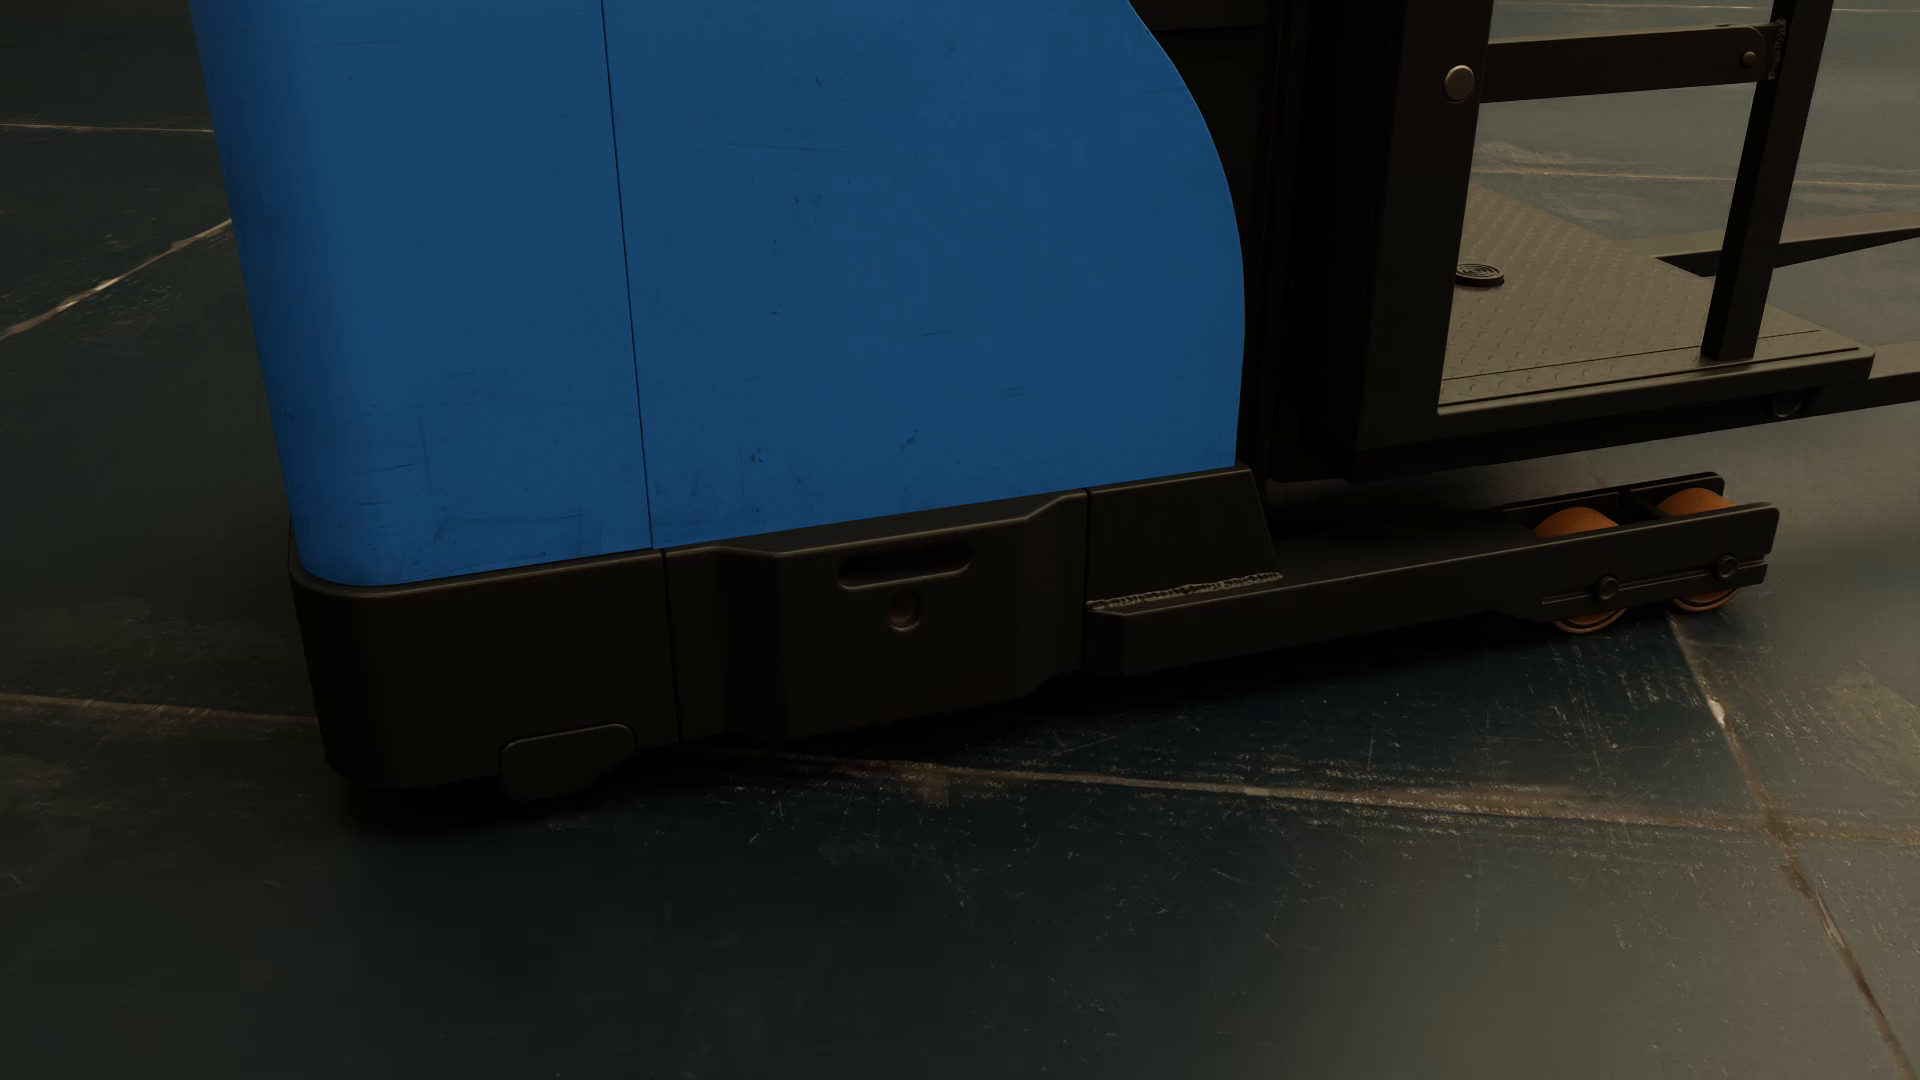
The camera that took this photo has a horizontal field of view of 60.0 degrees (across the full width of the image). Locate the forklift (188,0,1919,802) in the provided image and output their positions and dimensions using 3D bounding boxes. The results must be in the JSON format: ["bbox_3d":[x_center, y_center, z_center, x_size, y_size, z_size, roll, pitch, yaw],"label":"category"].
[{"bbox_3d":[0.594,-1.400,2.024,3.031,2.935,1.130,-8,28,-17],"label":"forklift"}]
